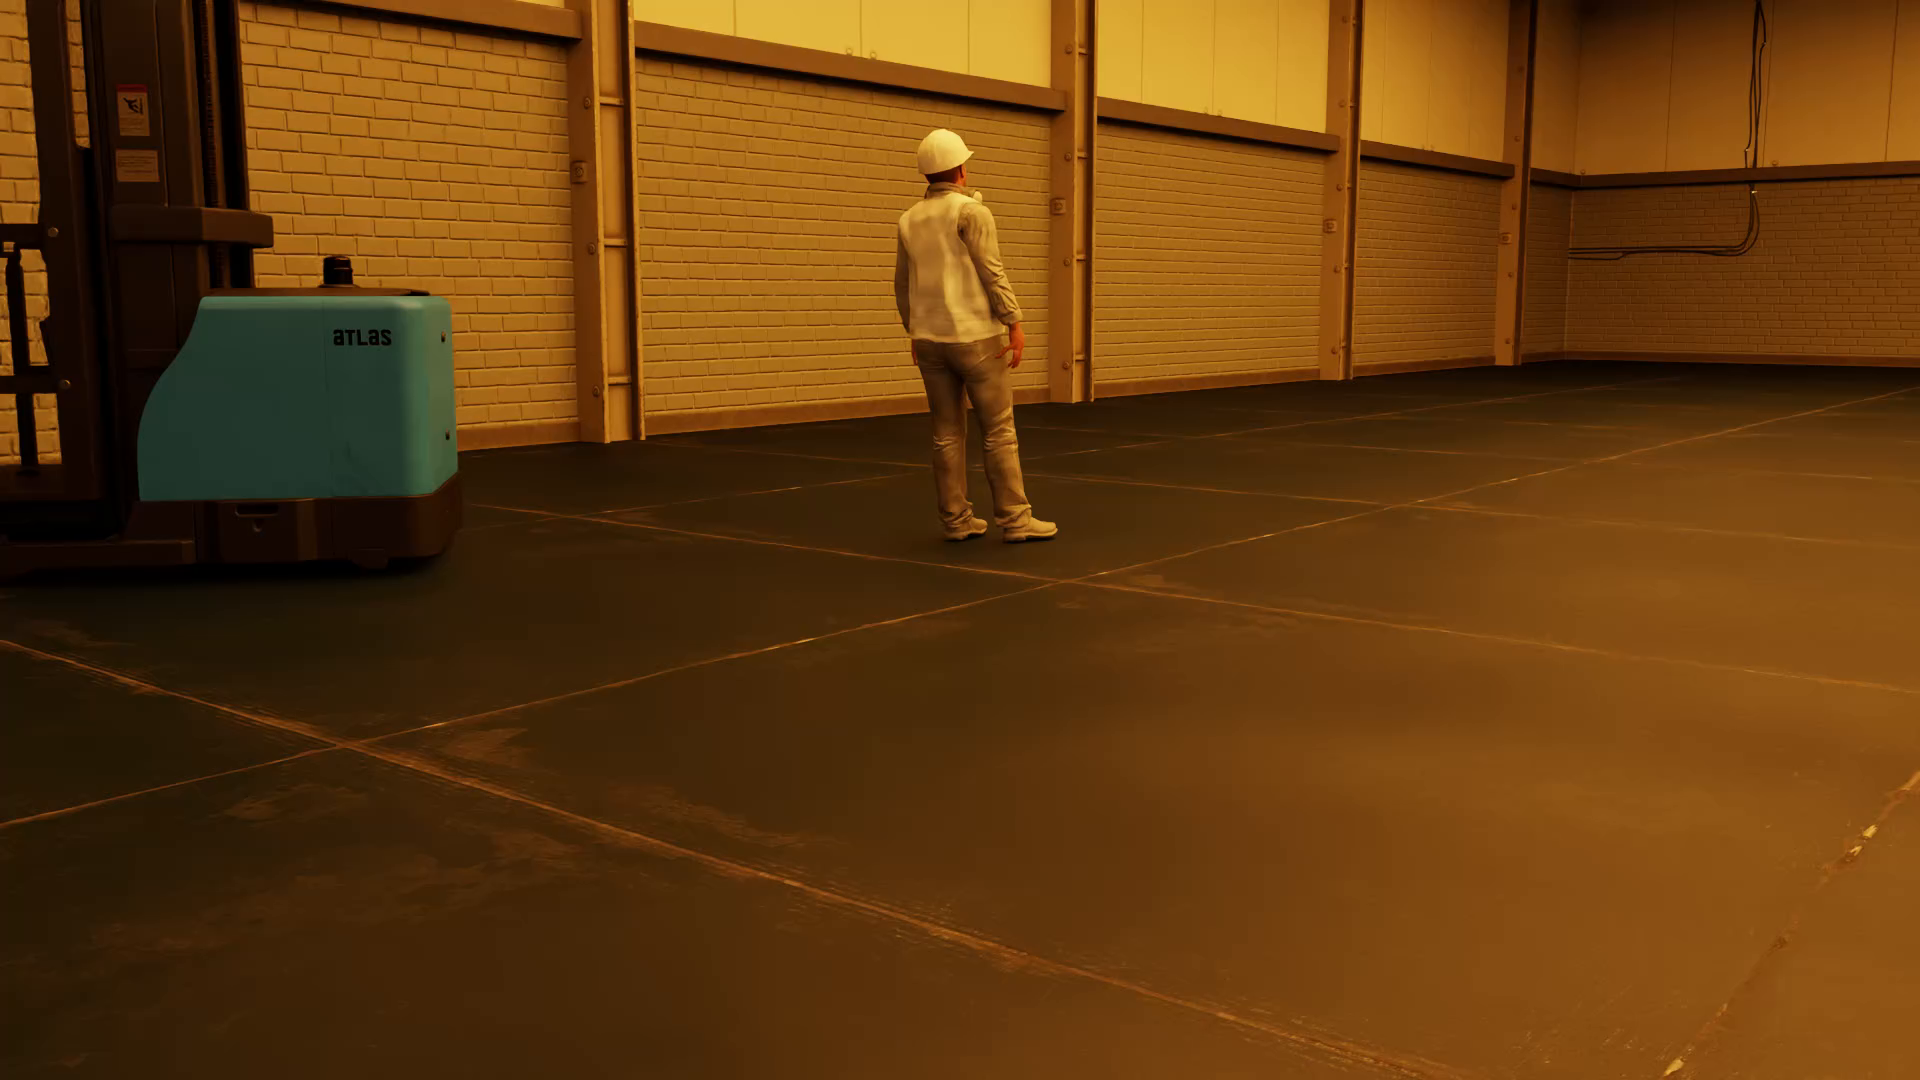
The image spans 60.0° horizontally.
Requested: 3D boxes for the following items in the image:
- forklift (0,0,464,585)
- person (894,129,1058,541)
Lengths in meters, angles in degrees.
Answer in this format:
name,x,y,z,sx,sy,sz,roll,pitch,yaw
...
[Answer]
name,x,y,z,sx,sy,sz,roll,pitch,yaw
forklift,-3.619,-1.349,6.500,3.031,2.935,1.130,-1,8,-10
person,0.045,-0.891,7.319,0.633,1.775,0.566,7,11,38
